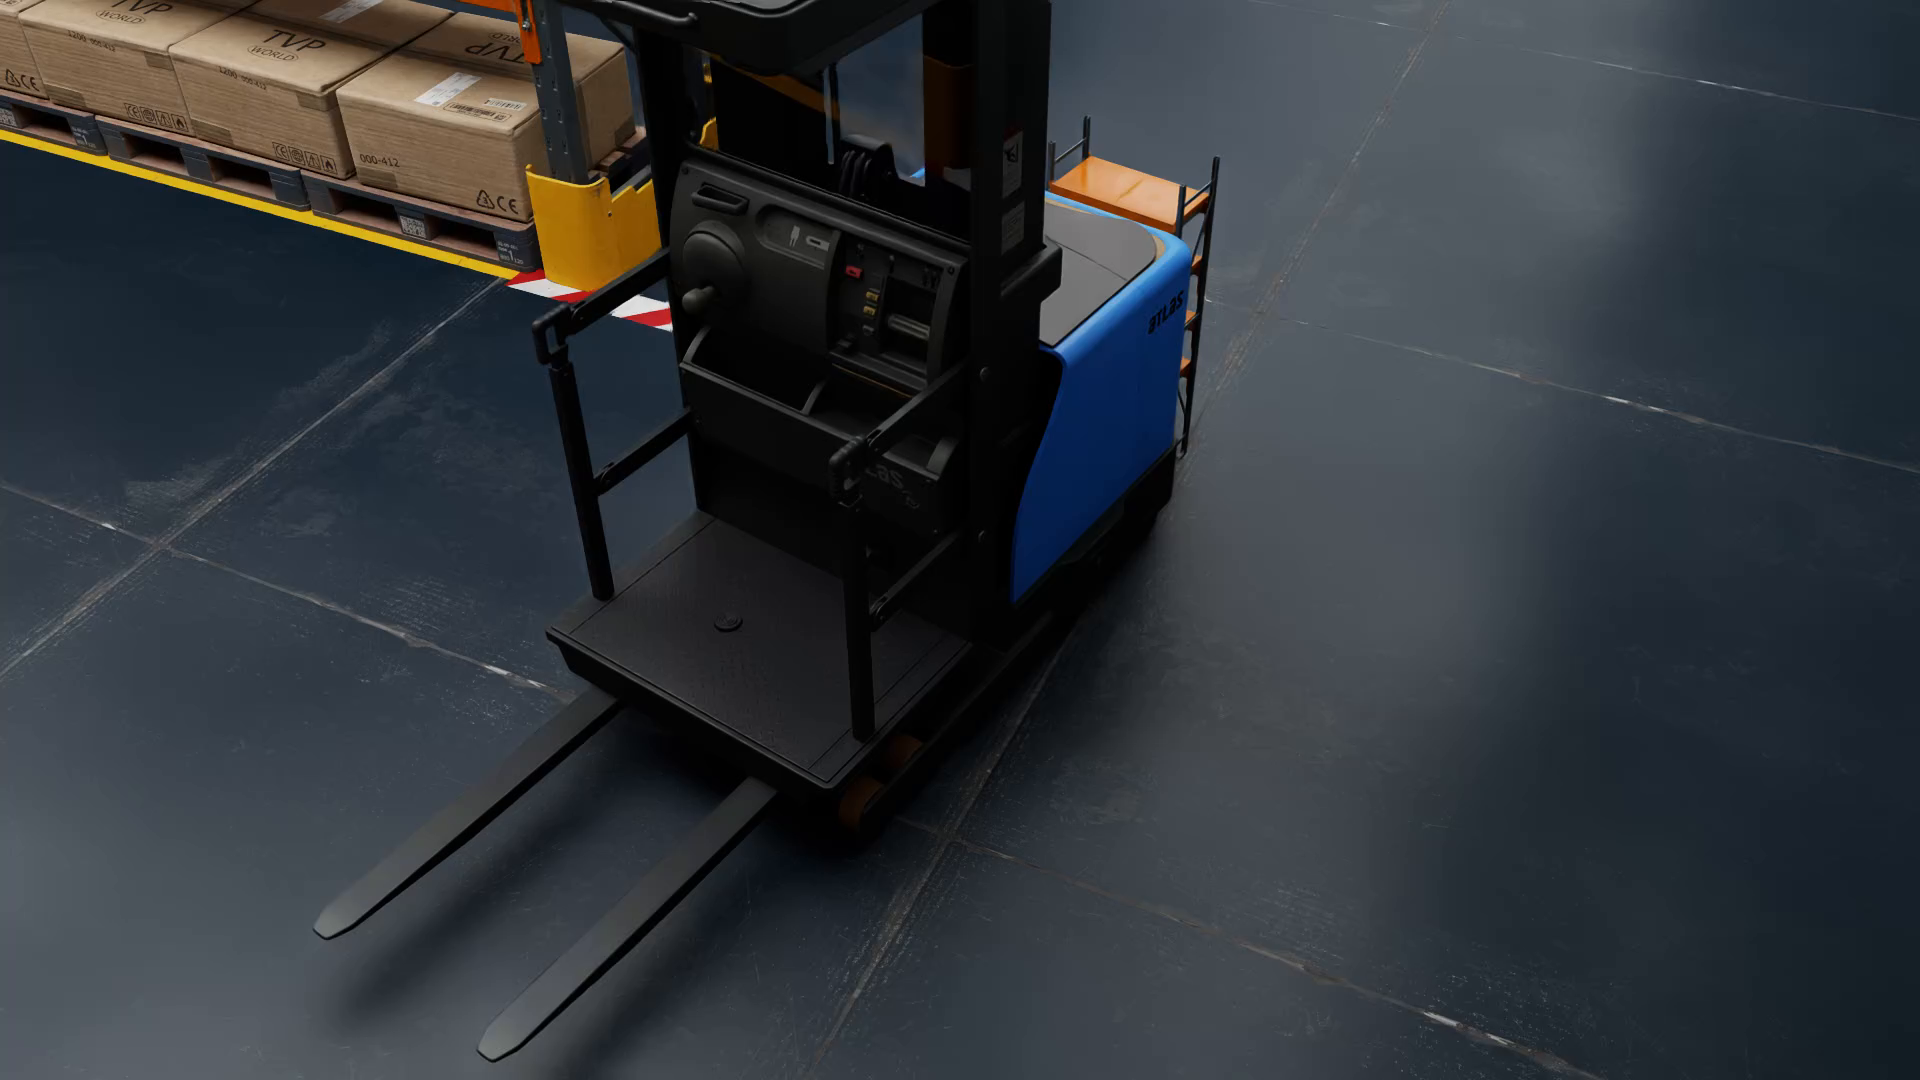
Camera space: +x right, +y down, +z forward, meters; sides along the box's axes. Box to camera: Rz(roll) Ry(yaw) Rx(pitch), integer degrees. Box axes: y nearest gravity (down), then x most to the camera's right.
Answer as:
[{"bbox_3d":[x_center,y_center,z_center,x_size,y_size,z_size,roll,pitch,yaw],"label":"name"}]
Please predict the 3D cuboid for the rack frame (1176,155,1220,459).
[{"bbox_3d":[0.761,-0.716,5.660,0.015,1.200,0.240,25,47,26],"label":"rack frame"}]

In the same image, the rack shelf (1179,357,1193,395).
[{"bbox_3d":[0.561,-0.607,5.940,0.480,0.148,0.258,25,47,26],"label":"rack shelf"}]

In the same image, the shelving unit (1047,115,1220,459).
[{"bbox_3d":[0.561,-0.808,5.766,0.503,1.200,0.258,25,47,26],"label":"shelving unit"}]

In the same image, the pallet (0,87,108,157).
[{"bbox_3d":[-4.365,-2.341,8.289,1.213,0.211,1.003,17,44,19],"label":"pallet"}]

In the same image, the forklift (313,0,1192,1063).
[{"bbox_3d":[-0.517,-0.627,4.236,1.130,2.935,3.031,25,47,26],"label":"forklift"}]

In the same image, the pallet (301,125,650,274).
[{"bbox_3d":[-2.154,-1.665,7.510,1.213,0.211,1.003,17,44,19],"label":"pallet"}]

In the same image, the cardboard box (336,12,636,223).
[{"bbox_3d":[-2.037,-1.858,7.238,0.875,0.438,0.875,16,43,17],"label":"cardboard box"}]

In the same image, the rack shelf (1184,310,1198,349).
[{"bbox_3d":[0.561,-0.757,5.810,0.480,0.148,0.258,25,47,26],"label":"rack shelf"}]

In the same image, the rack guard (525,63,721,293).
[{"bbox_3d":[-1.375,-1.592,7.206,0.348,0.500,1.175,17,44,19],"label":"rack guard"}]

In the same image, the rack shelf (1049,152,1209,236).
[{"bbox_3d":[0.562,-1.105,5.509,0.480,0.148,0.258,25,47,26],"label":"rack shelf"}]

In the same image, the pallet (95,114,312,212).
[{"bbox_3d":[-3.256,-2.004,7.900,1.213,0.211,1.003,17,44,19],"label":"pallet"}]

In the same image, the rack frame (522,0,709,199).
[{"bbox_3d":[-1.396,-2.544,6.394,0.127,3.000,1.000,17,44,19],"label":"rack frame"}]

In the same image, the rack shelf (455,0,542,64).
[{"bbox_3d":[-3.209,-2.826,7.269,4.000,0.370,1.077,17,44,19],"label":"rack shelf"}]

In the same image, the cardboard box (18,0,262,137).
[{"bbox_3d":[-3.686,-2.357,7.814,0.875,0.438,0.875,16,43,17],"label":"cardboard box"}]

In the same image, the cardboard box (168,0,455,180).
[{"bbox_3d":[-2.870,-2.106,7.525,0.875,0.438,0.875,18,44,20],"label":"cardboard box"}]

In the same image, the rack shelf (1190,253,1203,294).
[{"bbox_3d":[0.561,-0.926,5.664,0.480,0.148,0.258,25,47,26],"label":"rack shelf"}]

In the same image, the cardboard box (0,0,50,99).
[{"bbox_3d":[-4.498,-2.604,8.100,0.875,0.438,0.875,16,44,18],"label":"cardboard box"}]

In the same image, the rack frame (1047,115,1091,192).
[{"bbox_3d":[0.362,-0.900,5.872,0.015,1.200,0.240,25,47,26],"label":"rack frame"}]
